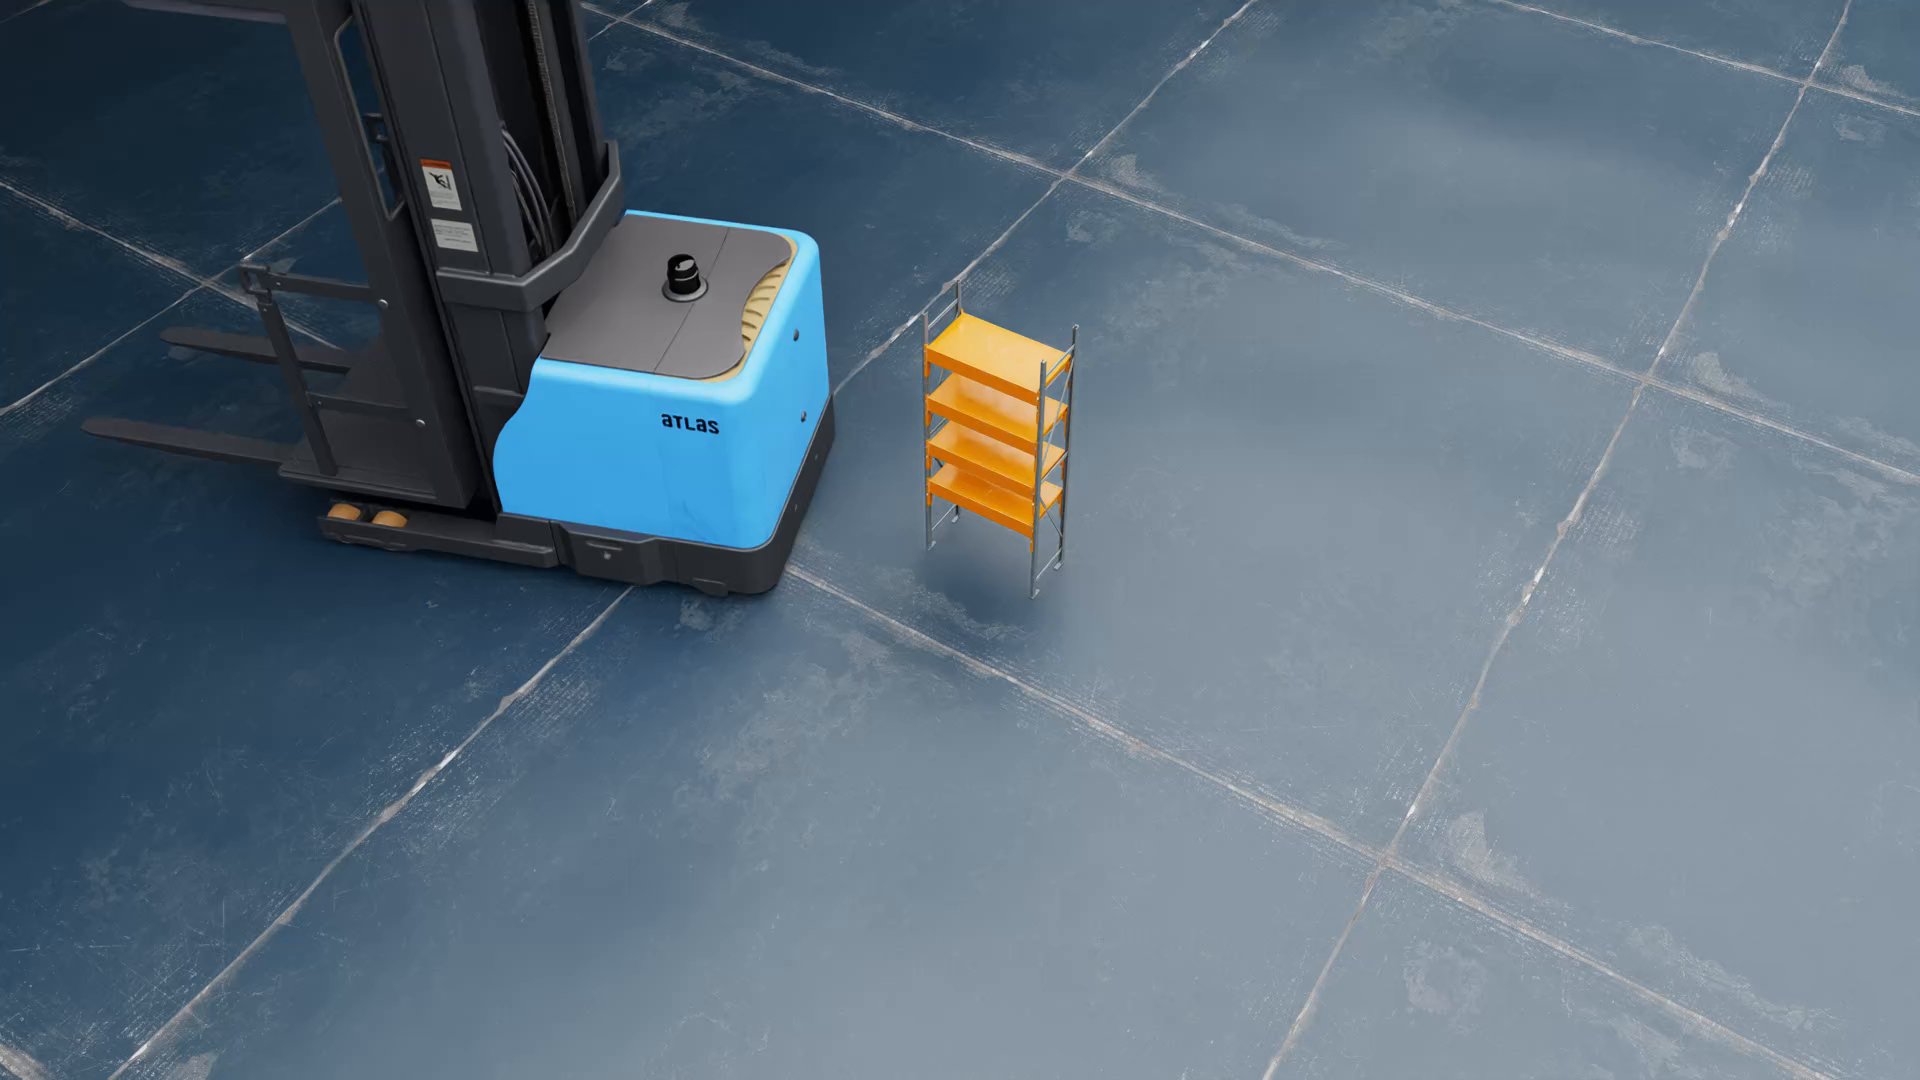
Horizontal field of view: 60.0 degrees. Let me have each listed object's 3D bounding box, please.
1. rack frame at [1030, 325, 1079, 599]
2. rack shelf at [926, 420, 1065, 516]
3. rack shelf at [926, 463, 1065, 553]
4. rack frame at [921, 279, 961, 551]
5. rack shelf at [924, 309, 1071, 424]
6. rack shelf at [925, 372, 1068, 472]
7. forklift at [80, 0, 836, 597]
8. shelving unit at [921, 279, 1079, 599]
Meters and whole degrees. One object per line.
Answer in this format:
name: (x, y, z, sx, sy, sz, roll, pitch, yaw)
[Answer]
rack frame: (0.345, -0.260, 6.166, 0.015, 1.200, 0.240, 25, 51, 22)
rack shelf: (0.139, -0.307, 6.306, 0.480, 0.148, 0.258, 25, 51, 22)
rack shelf: (0.139, -0.169, 6.448, 0.480, 0.148, 0.258, 25, 51, 22)
rack frame: (-0.066, -0.449, 6.349, 0.015, 1.200, 0.240, 25, 51, 22)
rack shelf: (0.139, -0.628, 5.976, 0.480, 0.148, 0.258, 25, 51, 22)
rack shelf: (0.139, -0.463, 6.145, 0.480, 0.148, 0.258, 25, 51, 22)
forklift: (-2.101, -1.340, 6.008, 3.031, 2.935, 1.130, 9, 46, 8)
shelving unit: (0.139, -0.354, 6.257, 0.503, 1.200, 0.258, 25, 51, 22)
